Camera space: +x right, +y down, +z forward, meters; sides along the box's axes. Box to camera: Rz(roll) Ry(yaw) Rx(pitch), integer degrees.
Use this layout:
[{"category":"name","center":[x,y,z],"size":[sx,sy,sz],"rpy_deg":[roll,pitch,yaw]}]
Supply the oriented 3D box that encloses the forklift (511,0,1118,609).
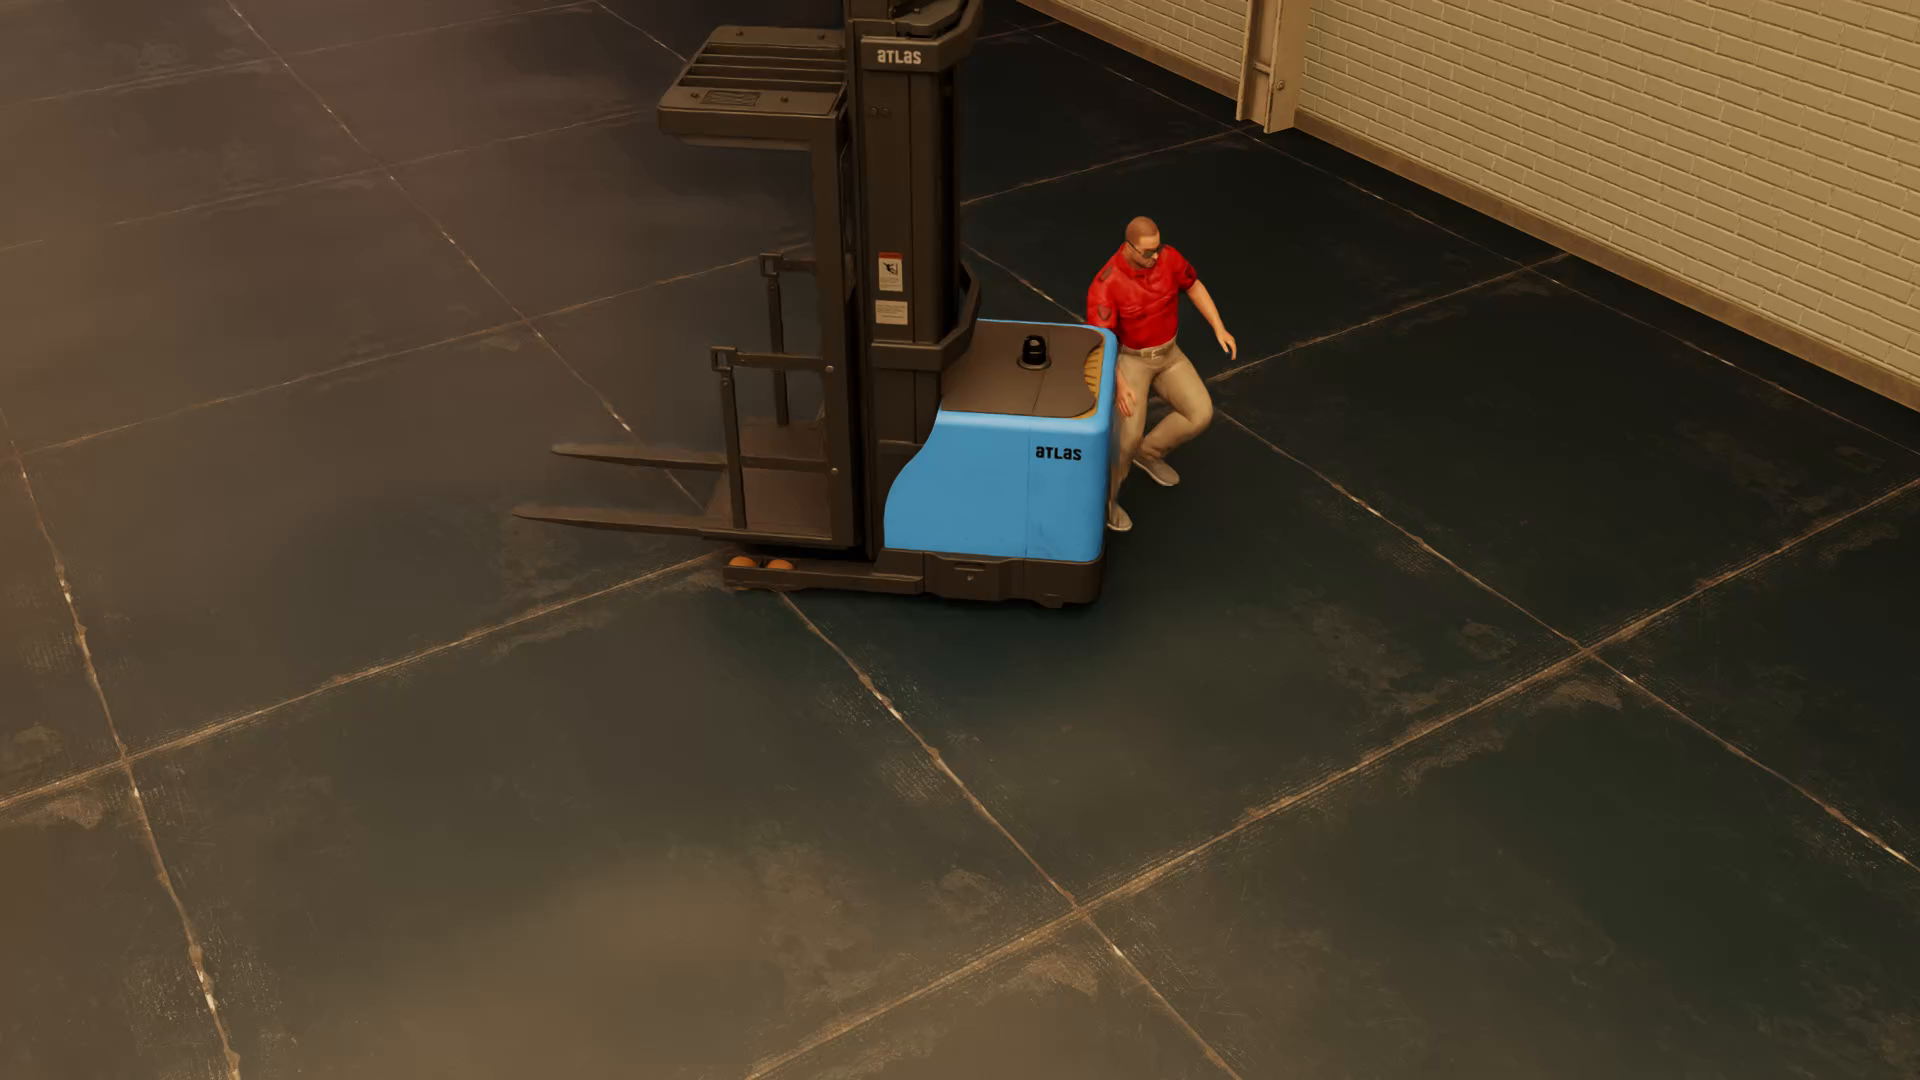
[{"category":"forklift","center":[-0.753,-1.231,7.900],"size":[3.031,2.935,1.130],"rpy_deg":[4,35,6]}]

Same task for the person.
[{"category":"person","center":[1.018,-0.897,8.611],"size":[0.791,1.608,0.635],"rpy_deg":[-17,39,-23]}]
